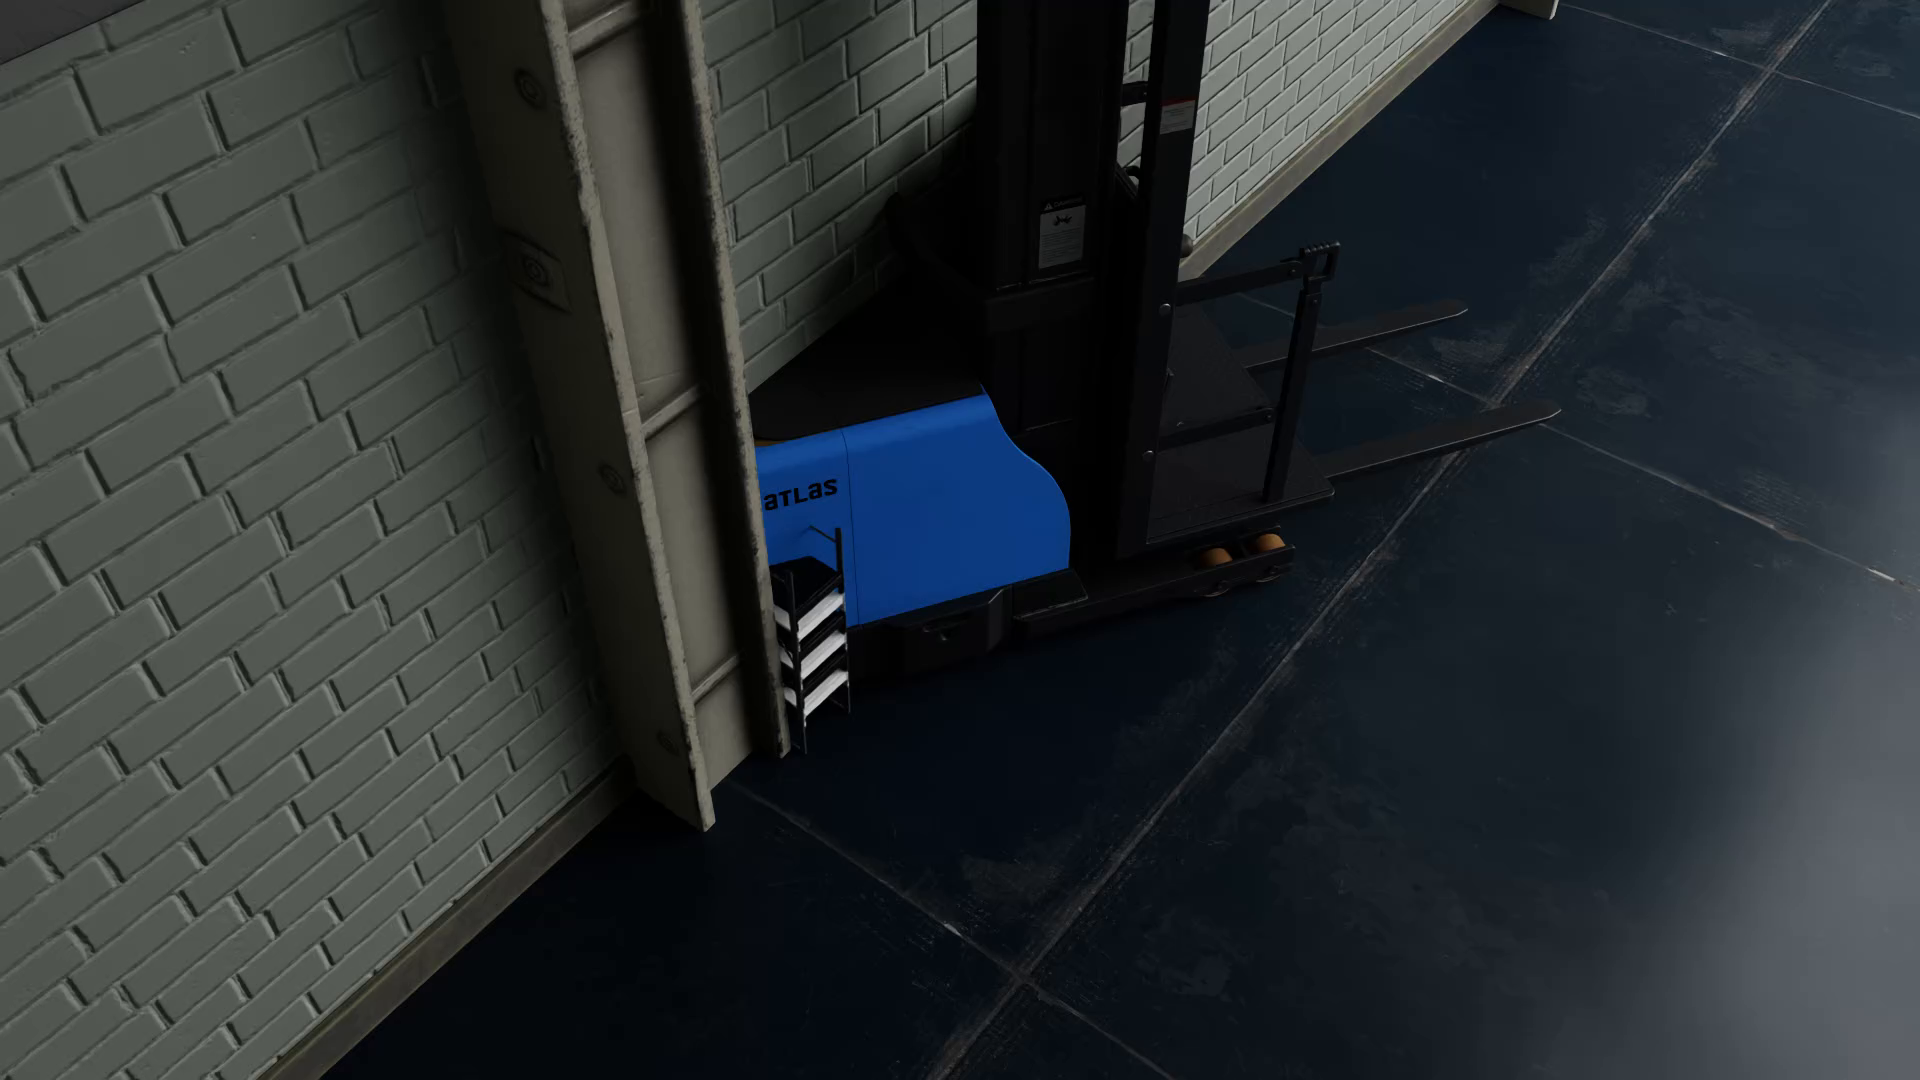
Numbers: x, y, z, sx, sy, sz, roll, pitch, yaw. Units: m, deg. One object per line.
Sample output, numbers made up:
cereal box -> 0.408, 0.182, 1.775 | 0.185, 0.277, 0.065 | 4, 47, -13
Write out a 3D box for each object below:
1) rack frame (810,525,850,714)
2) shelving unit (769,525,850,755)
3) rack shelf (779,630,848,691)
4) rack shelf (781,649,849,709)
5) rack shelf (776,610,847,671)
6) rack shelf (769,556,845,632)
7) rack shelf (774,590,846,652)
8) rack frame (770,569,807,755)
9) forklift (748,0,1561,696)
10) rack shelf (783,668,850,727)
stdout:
rack frame -> -0.432, 0.222, 4.987 | 0.240, 0.900, 0.006 | 31, 54, 24
shelving unit -> -0.496, 0.279, 4.932 | 0.258, 0.900, 0.210 | 31, 54, 24
rack shelf -> -0.496, 0.302, 4.957 | 0.258, 0.077, 0.200 | 31, 54, 24
rack shelf -> -0.498, 0.363, 5.023 | 0.258, 0.077, 0.200 | 31, 54, 24
rack shelf -> -0.494, 0.241, 4.891 | 0.258, 0.077, 0.200 | 31, 54, 24
rack shelf -> -0.491, 0.119, 4.758 | 0.258, 0.077, 0.200 | 31, 54, 24
rack shelf -> -0.493, 0.180, 4.824 | 0.258, 0.077, 0.200 | 31, 54, 24
rack frame -> -0.559, 0.337, 4.878 | 0.240, 0.900, 0.006 | 31, 54, 24
forklift -> 0.592, -1.168, 4.839 | 3.031, 2.935, 1.130 | -15, 48, -14
rack shelf -> -0.500, 0.424, 5.089 | 0.258, 0.077, 0.200 | 31, 54, 24
